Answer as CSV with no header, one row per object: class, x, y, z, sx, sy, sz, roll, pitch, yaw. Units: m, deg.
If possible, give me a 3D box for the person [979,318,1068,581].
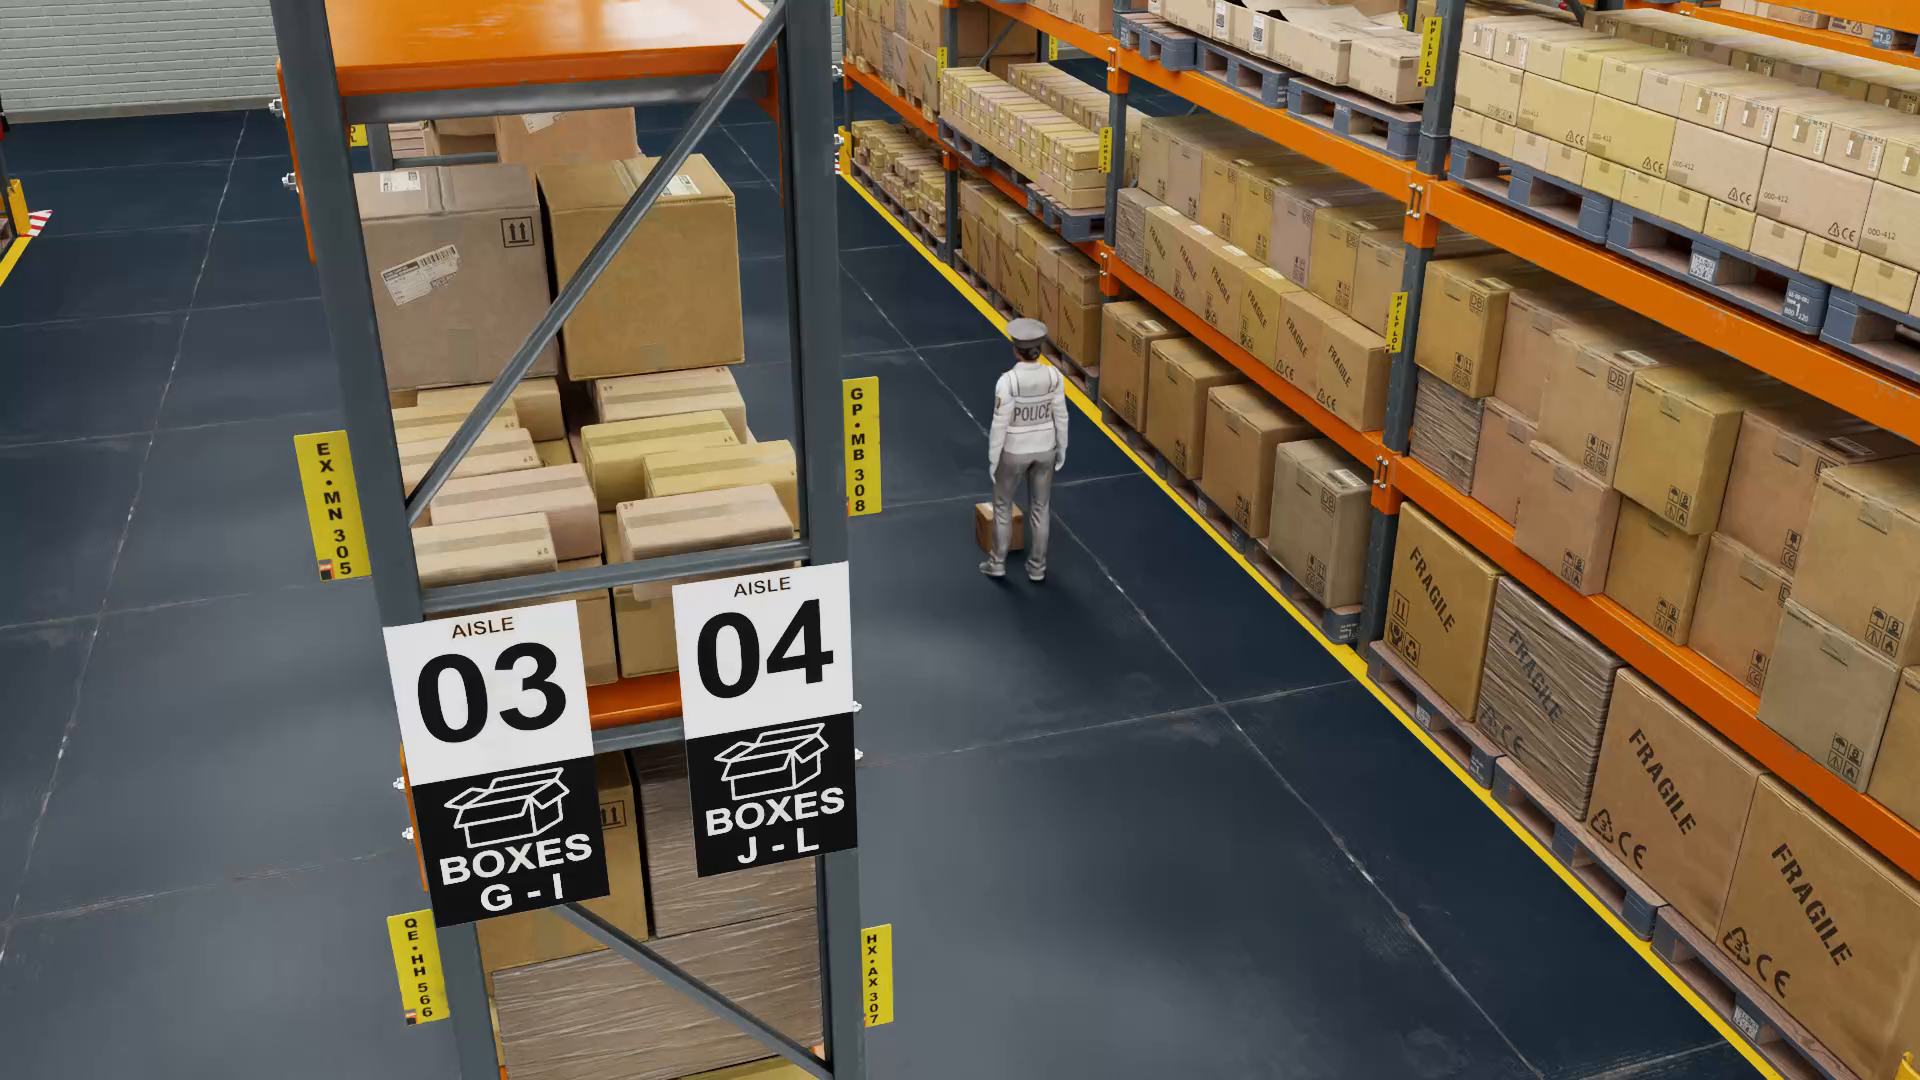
person,0.393,-0.530,10.198,0.530,1.709,0.418,-8,28,-16
